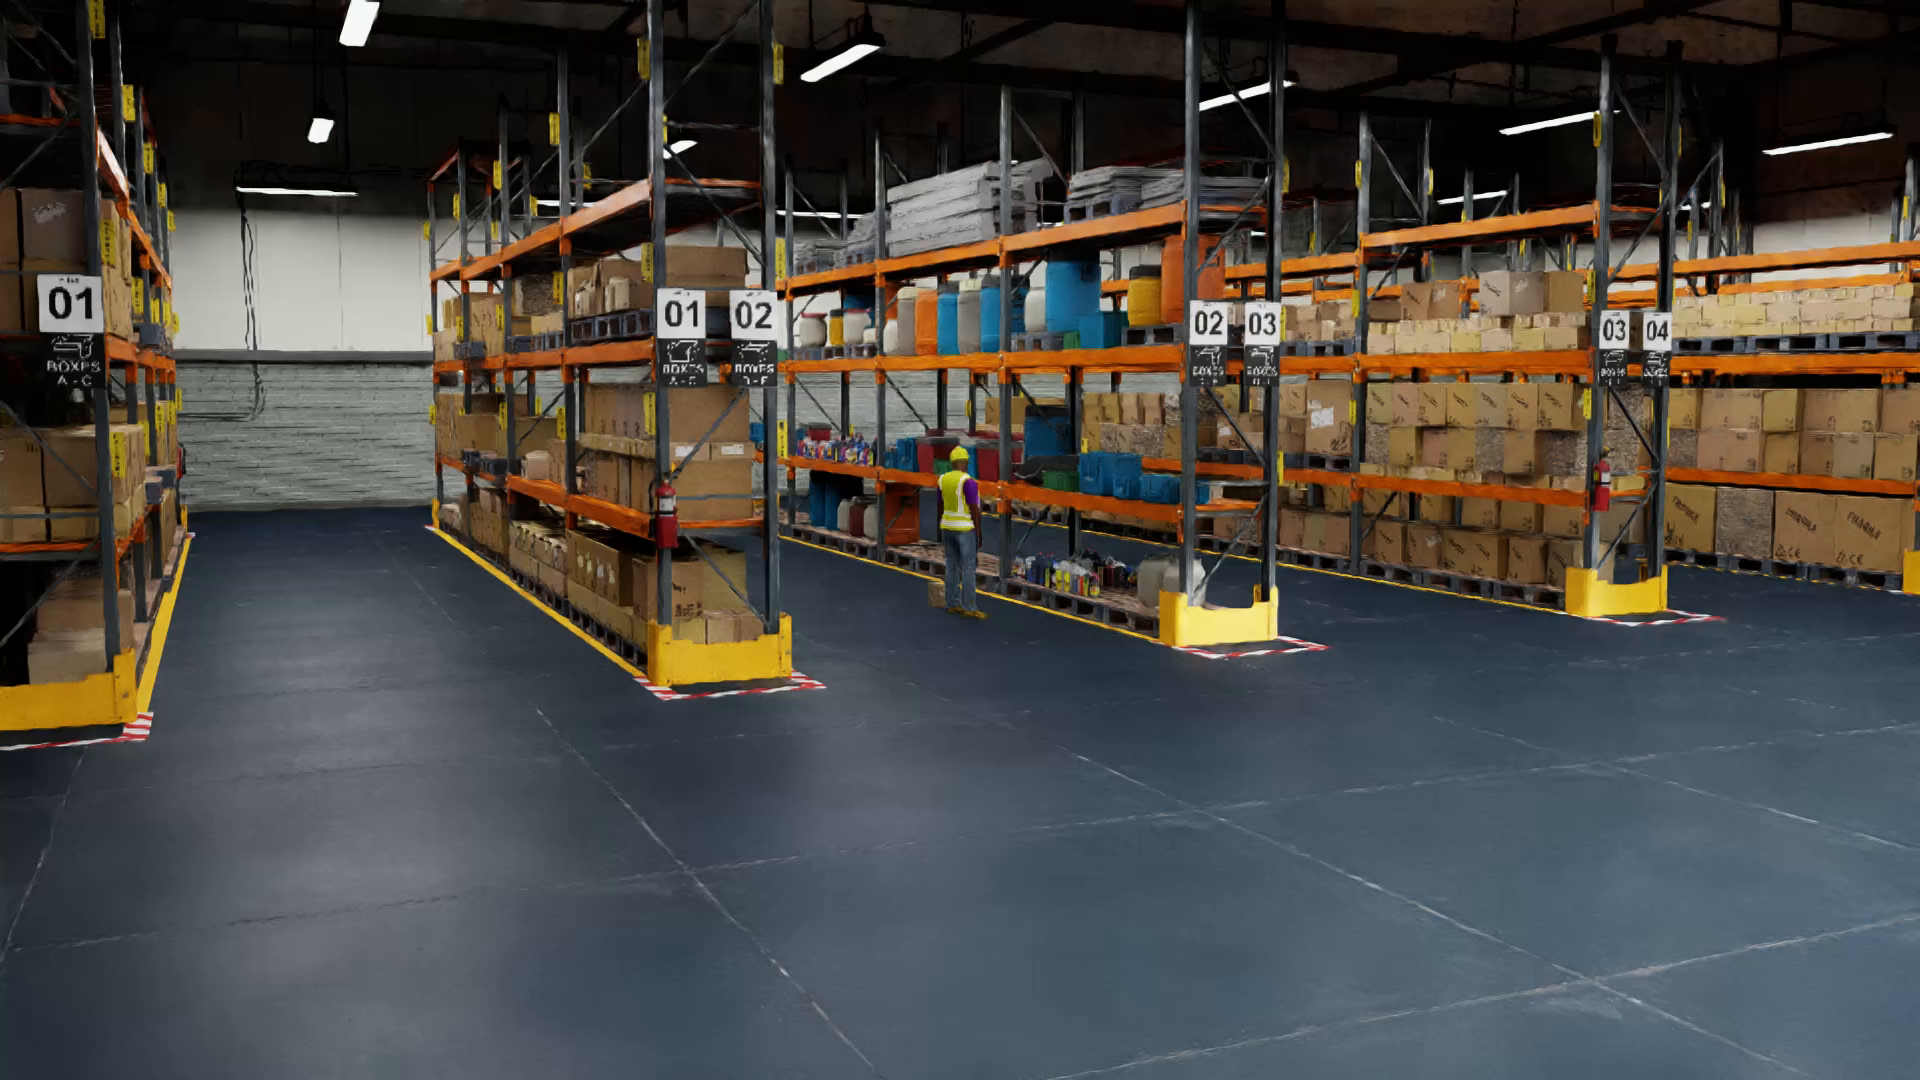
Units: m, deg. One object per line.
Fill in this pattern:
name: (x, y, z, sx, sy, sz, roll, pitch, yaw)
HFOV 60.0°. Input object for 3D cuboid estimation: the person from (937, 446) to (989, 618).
person: (0.023, -0.083, 17.483, 0.412, 1.804, 0.615, -5, 7, -42)
